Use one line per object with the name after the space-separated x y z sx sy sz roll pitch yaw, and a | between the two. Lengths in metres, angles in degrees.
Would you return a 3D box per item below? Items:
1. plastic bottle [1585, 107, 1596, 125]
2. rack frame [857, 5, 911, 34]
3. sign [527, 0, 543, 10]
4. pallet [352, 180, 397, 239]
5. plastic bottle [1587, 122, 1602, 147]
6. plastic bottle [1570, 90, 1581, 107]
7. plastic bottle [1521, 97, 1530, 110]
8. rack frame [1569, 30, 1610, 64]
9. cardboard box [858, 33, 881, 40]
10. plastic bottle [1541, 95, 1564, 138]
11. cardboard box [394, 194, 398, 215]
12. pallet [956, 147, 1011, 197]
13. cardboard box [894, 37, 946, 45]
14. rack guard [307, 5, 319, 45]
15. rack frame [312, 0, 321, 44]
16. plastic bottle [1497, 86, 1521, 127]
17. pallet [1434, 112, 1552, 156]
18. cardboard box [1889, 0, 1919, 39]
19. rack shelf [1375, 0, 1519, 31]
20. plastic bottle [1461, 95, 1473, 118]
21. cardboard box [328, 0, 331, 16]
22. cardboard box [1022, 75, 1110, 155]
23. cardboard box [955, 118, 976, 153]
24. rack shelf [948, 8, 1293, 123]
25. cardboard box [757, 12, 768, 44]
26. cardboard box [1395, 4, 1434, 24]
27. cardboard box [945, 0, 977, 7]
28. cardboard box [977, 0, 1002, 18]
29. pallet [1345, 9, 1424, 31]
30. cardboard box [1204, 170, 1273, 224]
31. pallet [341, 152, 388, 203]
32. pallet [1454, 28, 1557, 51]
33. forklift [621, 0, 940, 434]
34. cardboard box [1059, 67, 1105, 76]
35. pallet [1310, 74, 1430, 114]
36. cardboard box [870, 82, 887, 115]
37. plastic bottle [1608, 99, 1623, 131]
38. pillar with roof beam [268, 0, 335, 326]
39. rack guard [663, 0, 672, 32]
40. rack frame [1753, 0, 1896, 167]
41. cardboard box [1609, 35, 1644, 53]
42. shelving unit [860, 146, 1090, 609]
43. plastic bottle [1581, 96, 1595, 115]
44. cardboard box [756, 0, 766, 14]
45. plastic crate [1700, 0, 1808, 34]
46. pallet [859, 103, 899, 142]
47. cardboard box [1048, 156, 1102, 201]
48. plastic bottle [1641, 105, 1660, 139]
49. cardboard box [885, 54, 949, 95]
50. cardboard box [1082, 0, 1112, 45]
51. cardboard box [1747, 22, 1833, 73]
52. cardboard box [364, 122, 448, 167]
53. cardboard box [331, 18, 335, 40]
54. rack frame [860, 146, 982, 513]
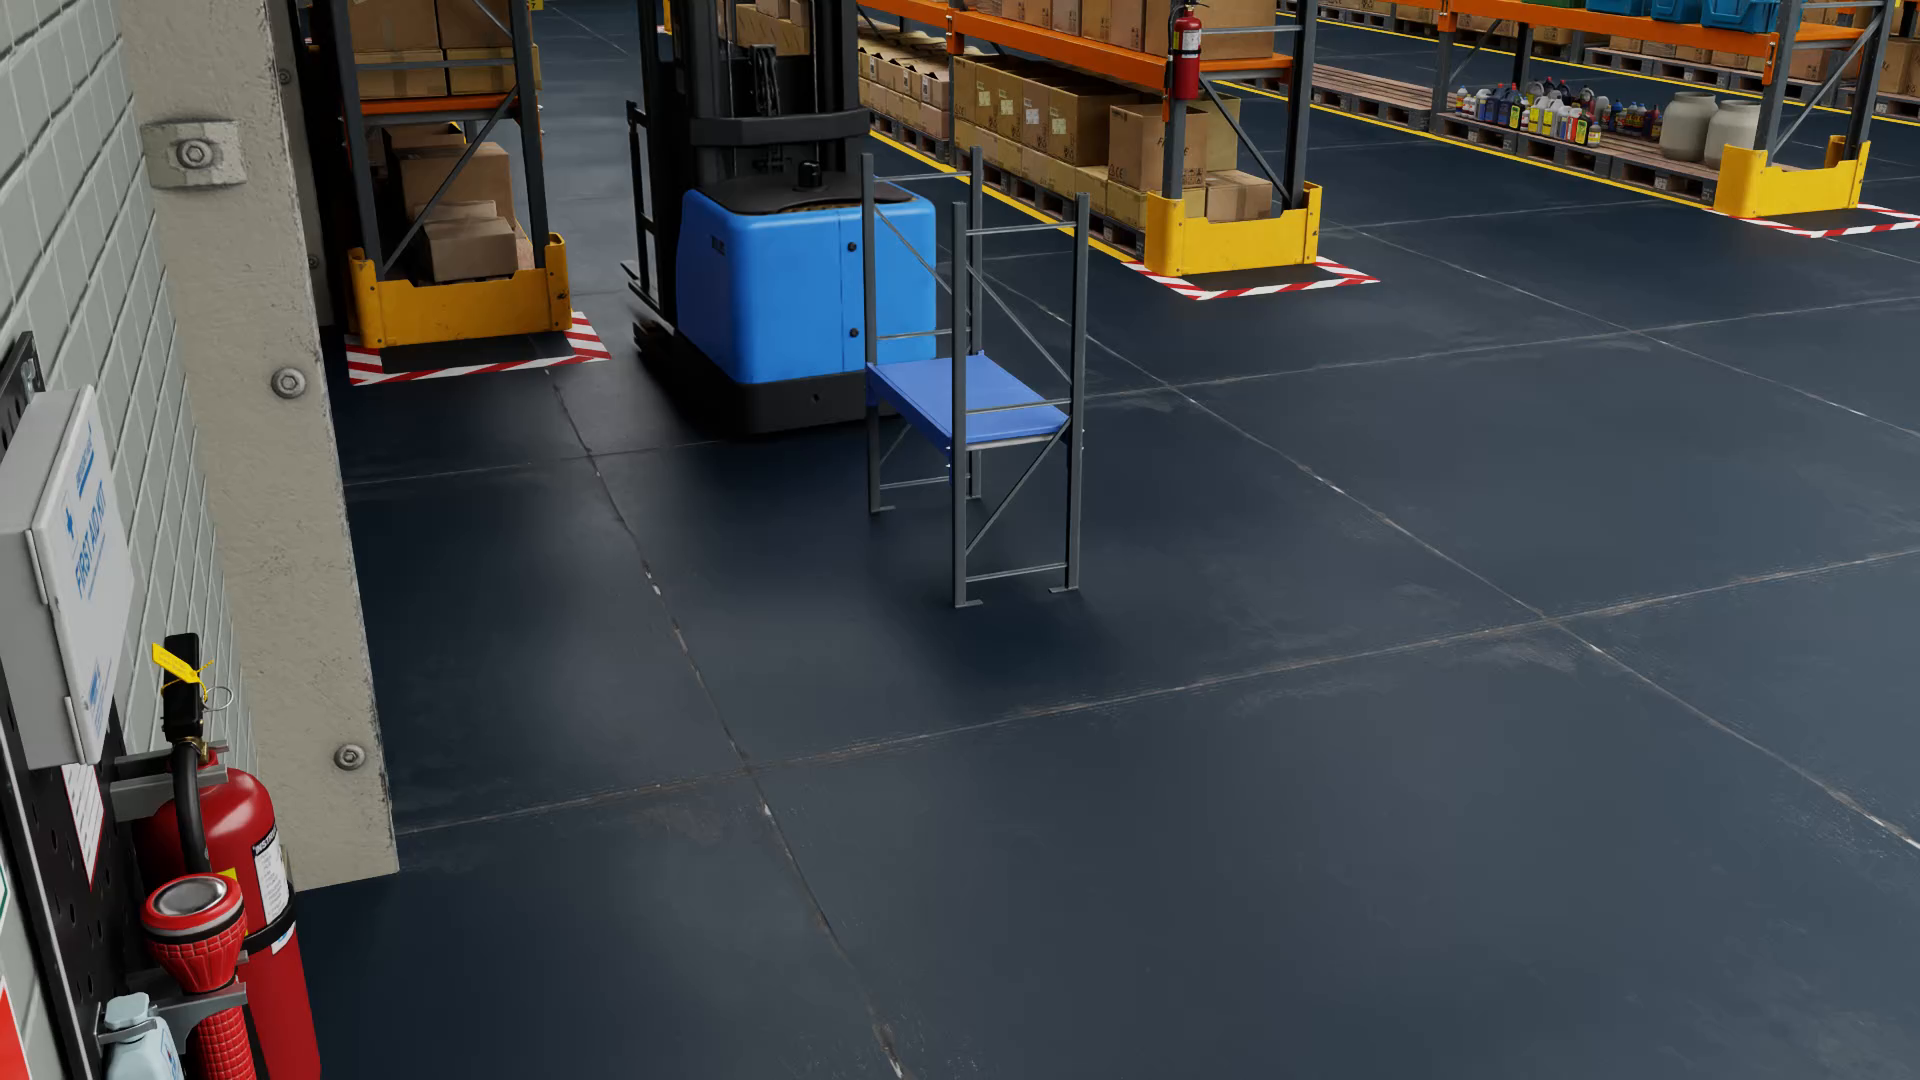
5.419 -3.589 14.351 0.061 0.283 0.133 -8 24 -19 | plastic bottle
-1.019 -6.149 17.494 1.000 3.000 0.127 -8 24 -19 | rack frame
-2.318 -3.035 8.991 0.100 0.325 0.005 -8 24 -19 | sign
-3.969 -2.491 12.404 1.003 0.211 1.213 -8 24 -19 | pallet
5.383 -3.441 14.106 0.097 0.201 0.097 0 23 0 | plastic bottle
5.691 -4.007 15.344 0.061 0.283 0.133 -7 24 -15 | plastic bottle
5.080 -3.853 14.991 0.097 0.271 0.097 0 23 0 | plastic bottle
8.250 -7.507 20.716 1.000 3.000 0.127 -8 24 -19 | rack frame
-1.109 -5.104 17.291 0.500 0.311 0.500 -7 24 -17 | cardboard box
5.209 -3.715 14.564 0.144 0.351 0.185 -7 24 -17 | plastic bottle
-3.693 -2.320 11.513 0.380 0.149 0.250 -10 25 -23 | cardboard box
0.636 -3.116 13.888 1.003 0.211 1.213 -8 24 -19 | pallet
-0.414 -4.990 17.021 0.500 0.311 0.500 -9 24 -20 | cardboard box
-8.487 -7.232 23.281 1.175 0.500 0.348 -8 24 -19 | rack guard
-8.478 -8.375 22.775 1.000 3.000 0.127 -8 24 -19 | rack frame
4.993 -3.937 15.091 0.144 0.351 0.185 -9 25 -21 | plastic bottle
5.228 -3.839 15.604 1.003 0.211 1.213 -8 24 -19 | pallet
13.057 -7.074 22.045 1.050 0.750 0.750 -9 24 -20 | cardboard box
4.323 -5.769 17.519 1.077 0.370 4.000 -8 24 -19 | rack shelf
4.768 -4.075 15.608 0.097 0.201 0.097 0 23 0 | plastic bottle
-3.918 -3.731 10.958 0.500 0.500 0.500 -8 24 -18 | cardboard box
0.797 -3.212 12.559 0.500 0.500 0.500 -8 24 -19 | cardboard box
0.274 -3.412 14.000 0.500 0.250 0.500 -8 24 -19 | cardboard box
1.101 -3.638 12.462 1.077 0.370 4.000 -8 24 -19 | rack shelf
-2.121 -6.069 19.957 0.500 0.500 0.500 -8 24 -18 | cardboard box
7.082 -7.945 23.950 1.225 0.875 0.875 -8 24 -19 | cardboard box
0.179 -4.800 14.485 0.500 0.250 0.500 -7 24 -16 | cardboard box
0.557 -4.582 13.646 0.700 0.500 0.500 -9 24 -20 | cardboard box
6.641 -7.963 25.387 1.003 0.211 1.213 -8 24 -19 | pallet
1.826 -2.394 11.585 0.500 0.250 0.500 -8 24 -19 | cardboard box
-4.515 -3.013 13.642 1.003 0.211 1.213 -8 24 -19 | pallet
7.615 -6.962 23.012 1.003 0.211 1.213 -8 24 -19 | pallet
-1.164 -2.385 8.650 1.130 2.935 3.031 -10 25 -22 | forklift
1.108 -3.465 13.160 0.500 0.500 0.500 -8 24 -19 | cardboard box
4.281 -4.813 17.915 1.003 0.211 1.213 -8 24 -19 | pallet
-0.560 -4.288 16.078 0.500 0.250 0.500 -8 24 -18 | cardboard box
5.865 -3.802 14.872 0.097 0.271 0.097 0 23 0 | plastic bottle
0.145 -6.052 9.540 9.100 9.000 0.400 -8 24 -19 | pillar with roof beam
-3.818 -7.877 24.811 1.175 0.500 0.348 -8 24 -19 | rack guard
6.442 -3.921 12.207 1.000 3.000 0.127 -8 24 -19 | rack frame
8.505 -6.317 20.545 0.700 0.500 0.500 -10 25 -22 | cardboard box
0.030 -0.660 6.402 0.538 1.500 1.048 -8 24 -19 | shelving unit
5.663 -3.869 15.016 0.061 0.283 0.133 -8 24 -19 | plastic bottle
-2.136 -6.427 19.839 0.500 0.250 0.500 -8 24 -19 | cardboard box
5.986 -3.993 12.570 0.499 0.251 0.616 -8 24 -19 | plastic crate
-0.338 -4.117 16.263 1.003 0.211 1.213 -8 24 -19 | pallet
0.975 -2.685 12.274 0.500 0.250 0.500 -8 24 -19 | cardboard box
6.031 -3.658 14.515 0.061 0.283 0.133 -8 24 -18 | plastic bottle
-0.381 -4.358 15.523 0.500 0.311 0.500 -8 24 -19 | cardboard box
1.294 -3.831 11.866 0.700 0.500 0.500 -8 24 -19 | cardboard box
9.315 -5.507 18.621 0.700 0.500 0.500 -8 24 -19 | cardboard box
-4.515 -3.331 13.459 0.700 0.500 0.500 -7 24 -17 | cardboard box
-4.080 -3.572 11.547 0.500 0.250 0.500 -9 25 -21 | cardboard box
-0.149 -0.845 6.840 0.500 1.500 0.032 -8 24 -19 | rack frame
